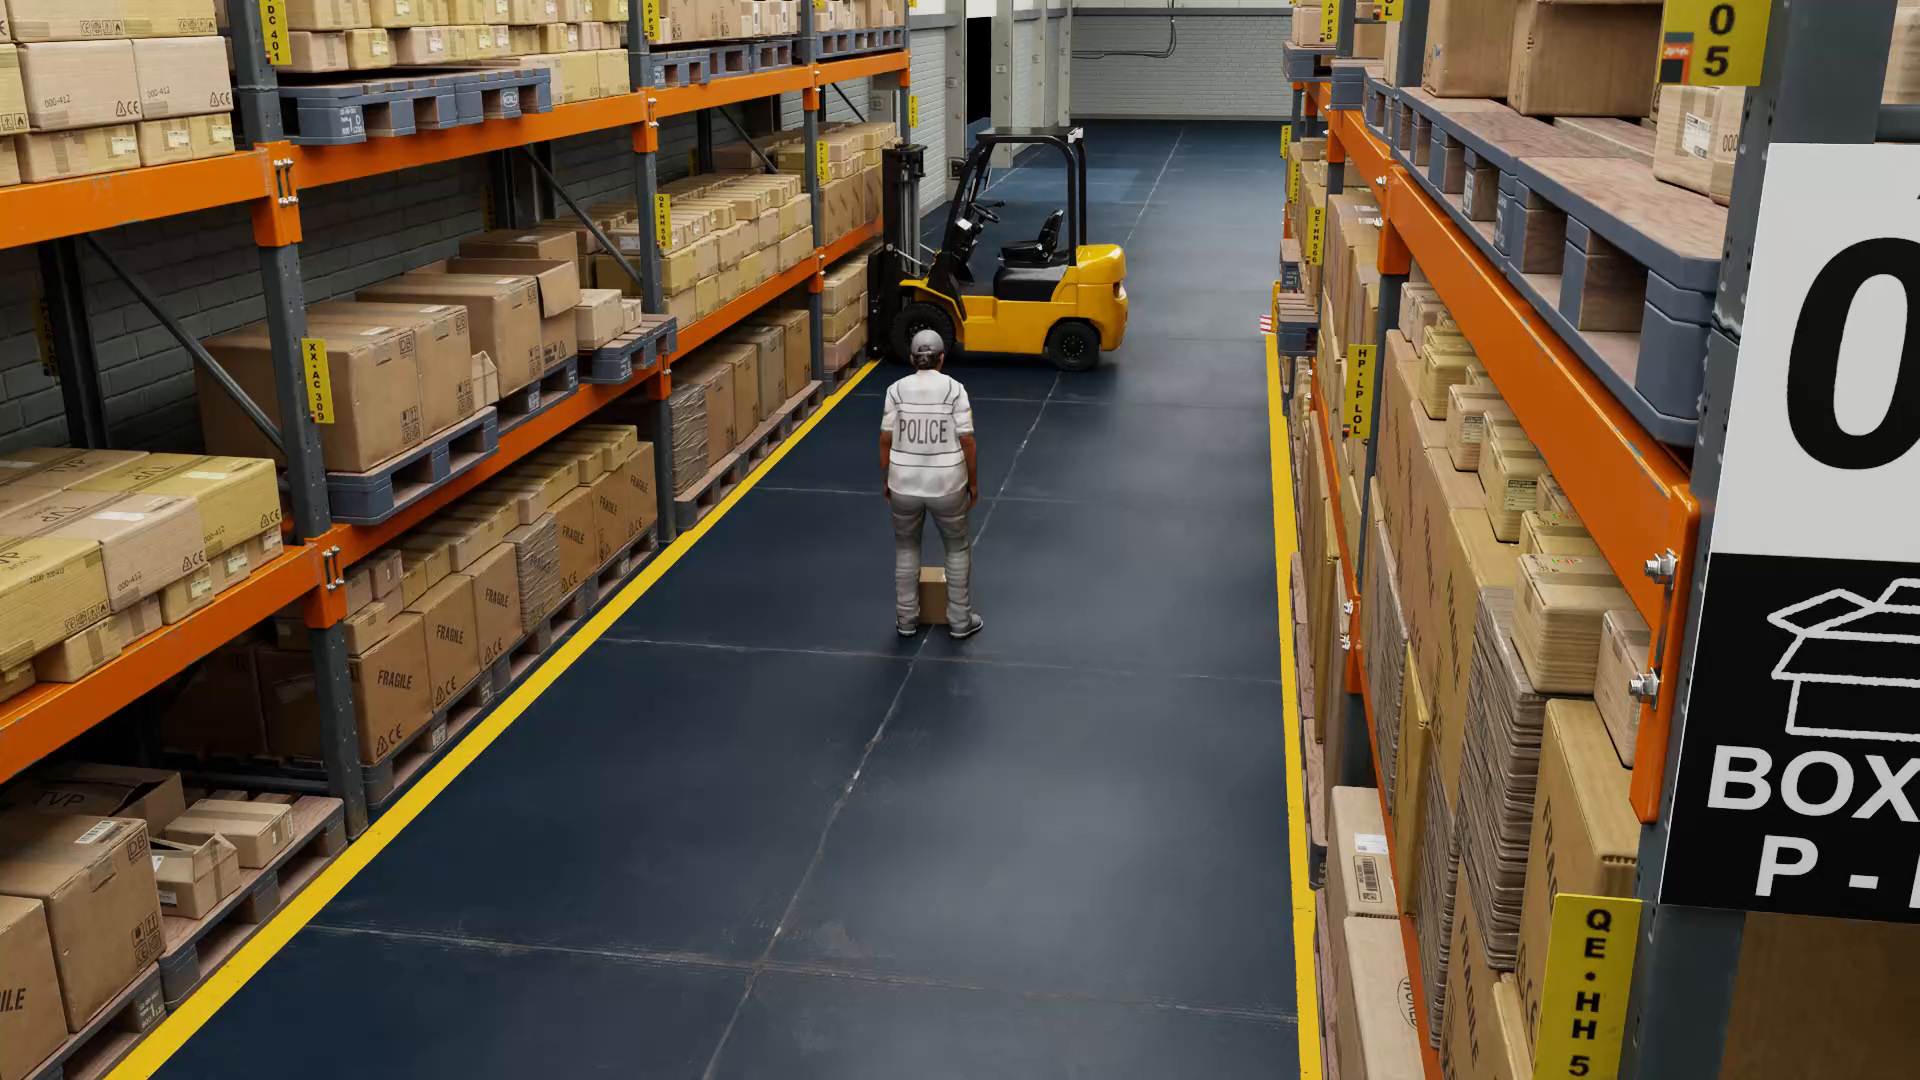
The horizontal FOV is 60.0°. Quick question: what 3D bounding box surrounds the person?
[{"bbox_3d":[-0.154,-0.293,8.946,0.543,1.666,0.470,3,18,8],"label":"person"}]
